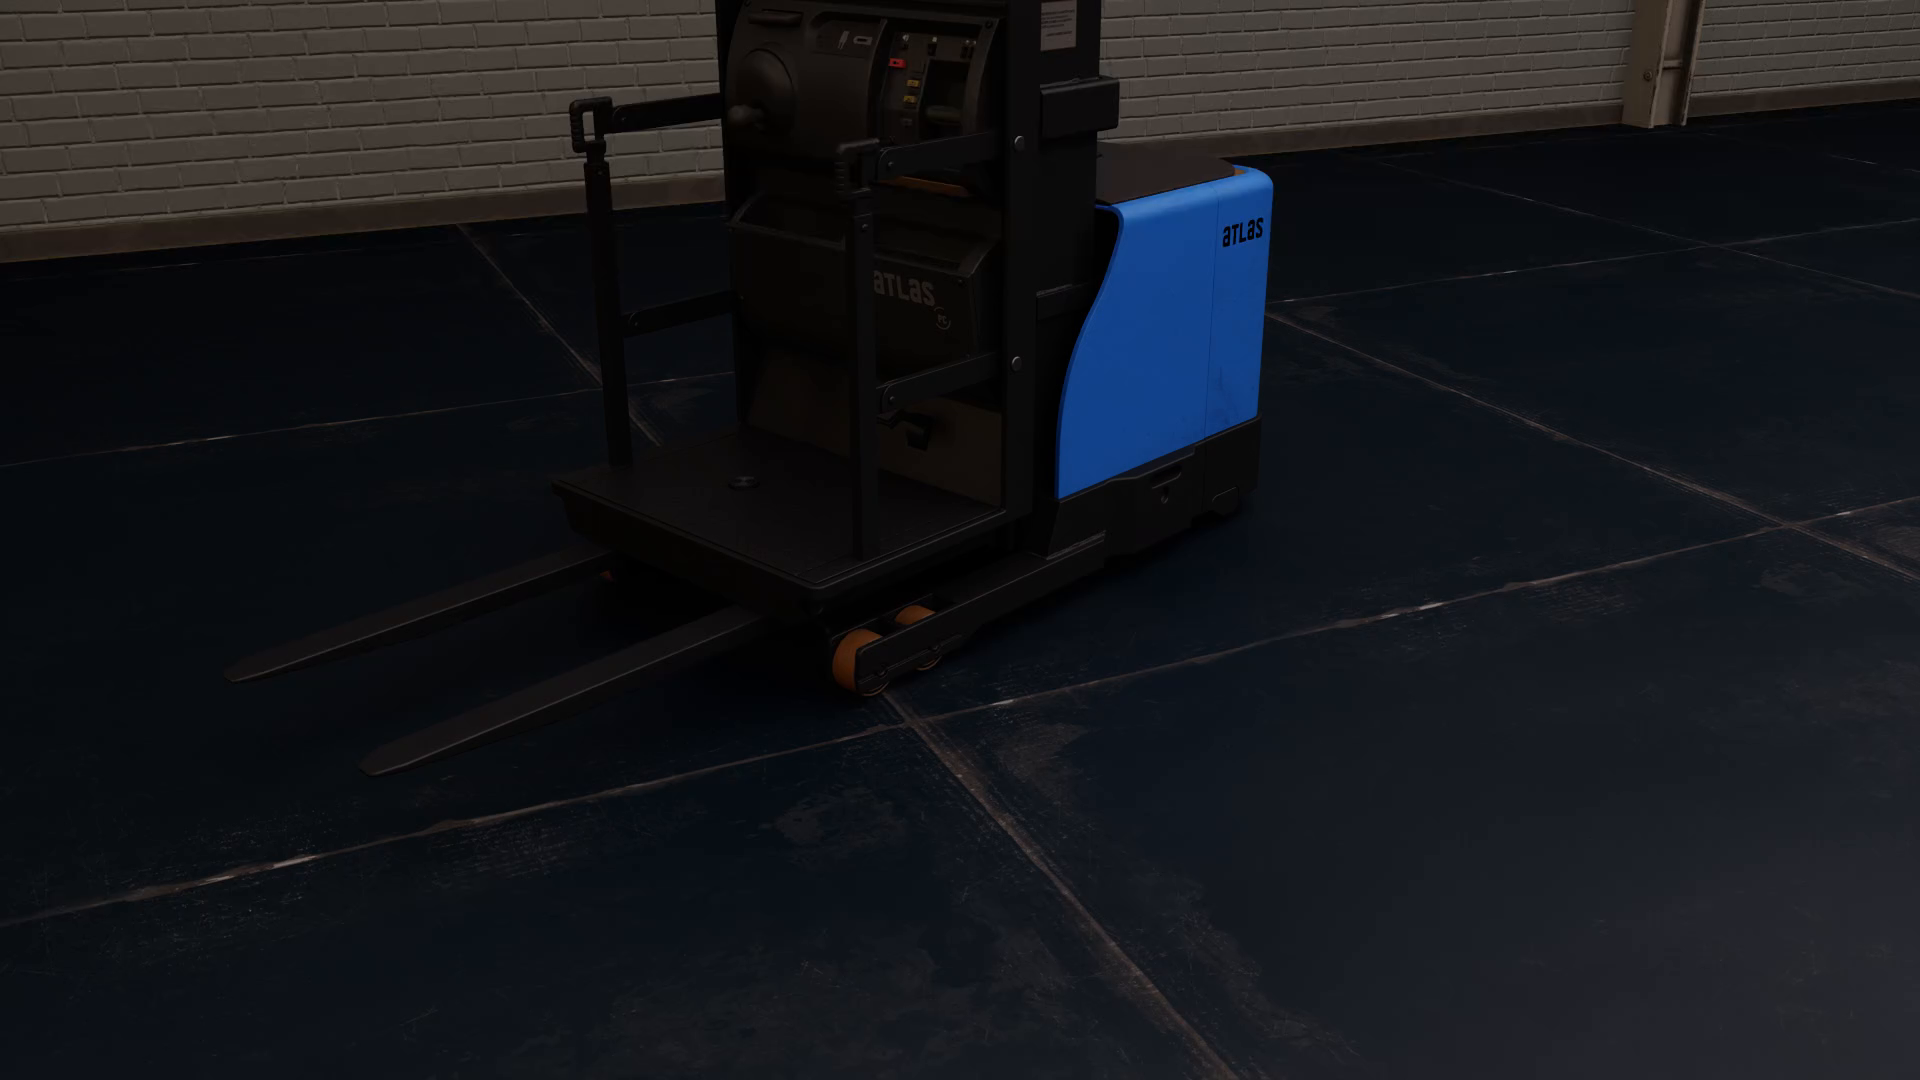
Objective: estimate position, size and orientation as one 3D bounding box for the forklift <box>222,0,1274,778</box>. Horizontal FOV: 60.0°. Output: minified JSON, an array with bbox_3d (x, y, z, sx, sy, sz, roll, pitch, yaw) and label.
[{"bbox_3d":[-0.413,-1.182,4.131,1.130,2.935,3.031,19,29,39],"label":"forklift"}]
